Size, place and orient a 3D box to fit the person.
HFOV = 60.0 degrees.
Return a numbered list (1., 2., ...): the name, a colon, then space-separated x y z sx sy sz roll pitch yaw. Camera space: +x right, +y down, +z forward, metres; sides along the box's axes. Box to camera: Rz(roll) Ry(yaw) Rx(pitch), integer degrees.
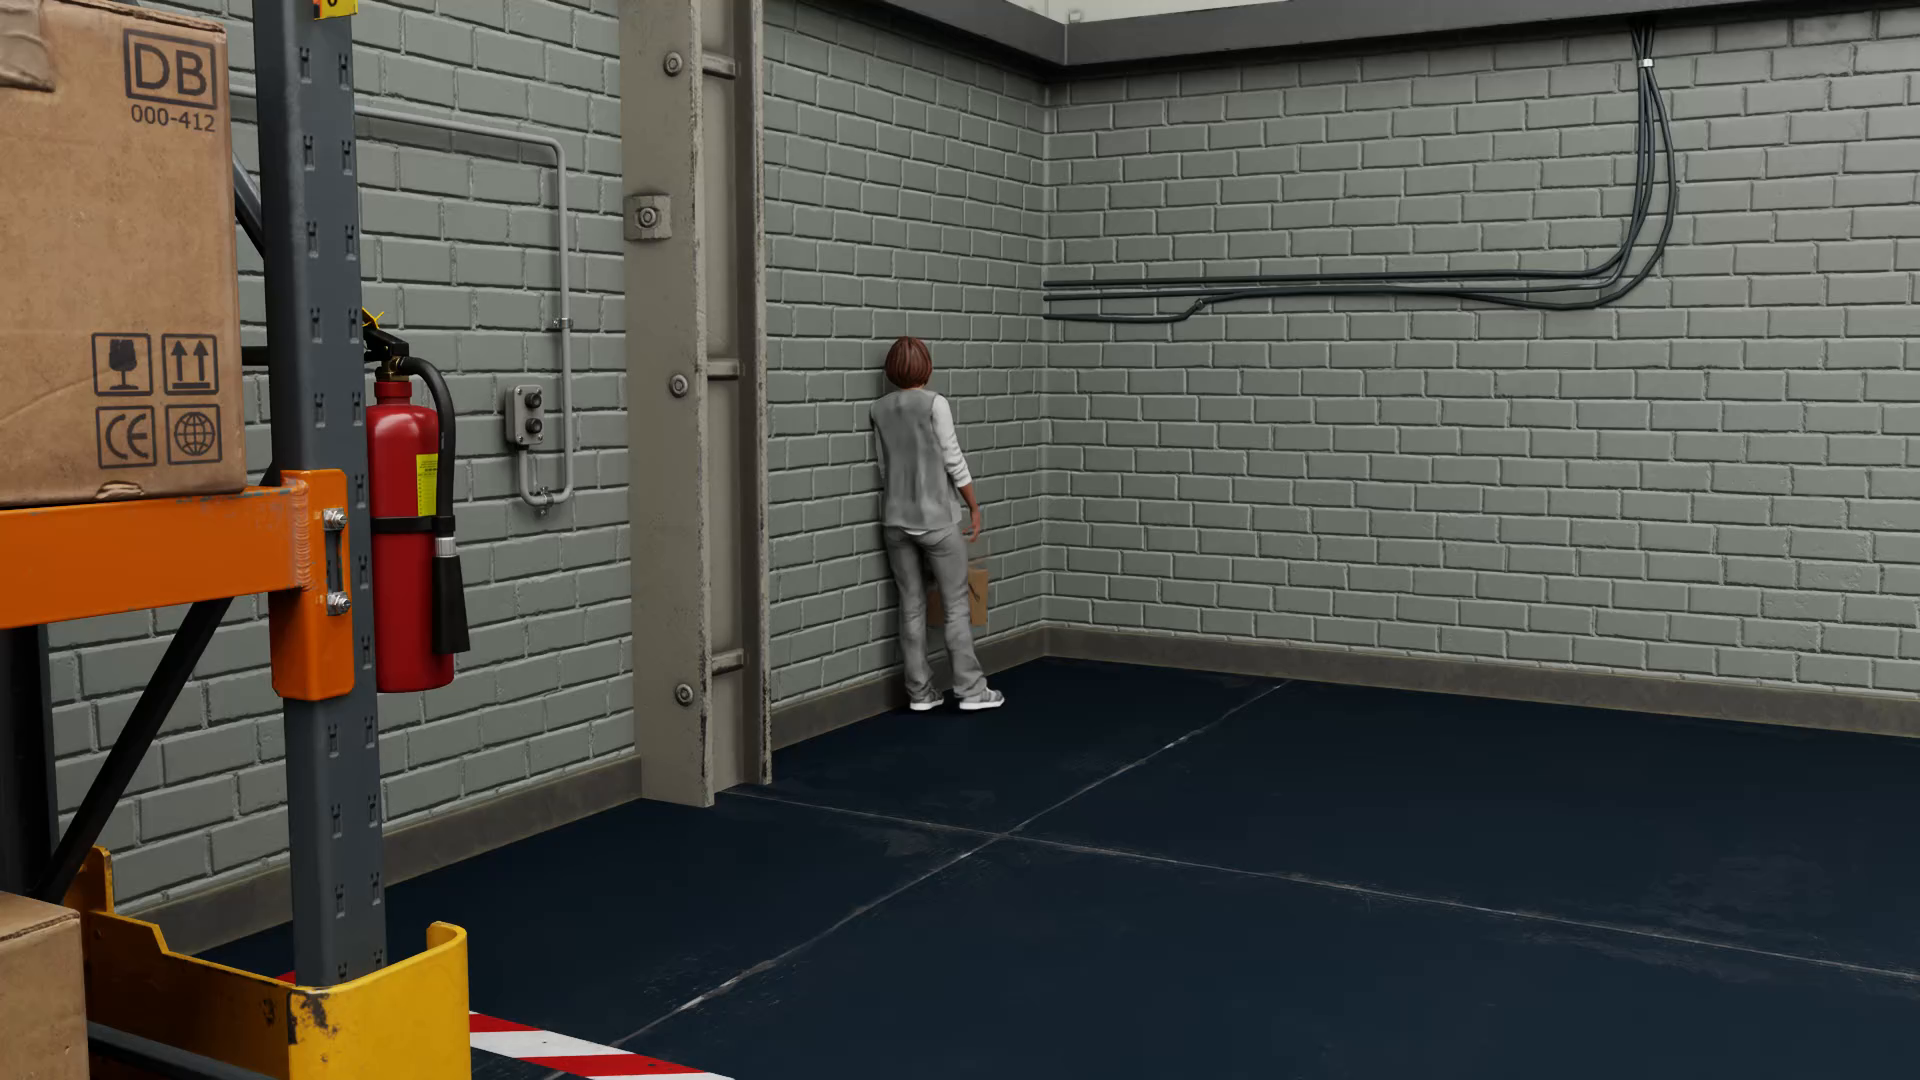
1. person: -0.116 -0.066 7.100 0.501 1.597 0.474 3 7 29
